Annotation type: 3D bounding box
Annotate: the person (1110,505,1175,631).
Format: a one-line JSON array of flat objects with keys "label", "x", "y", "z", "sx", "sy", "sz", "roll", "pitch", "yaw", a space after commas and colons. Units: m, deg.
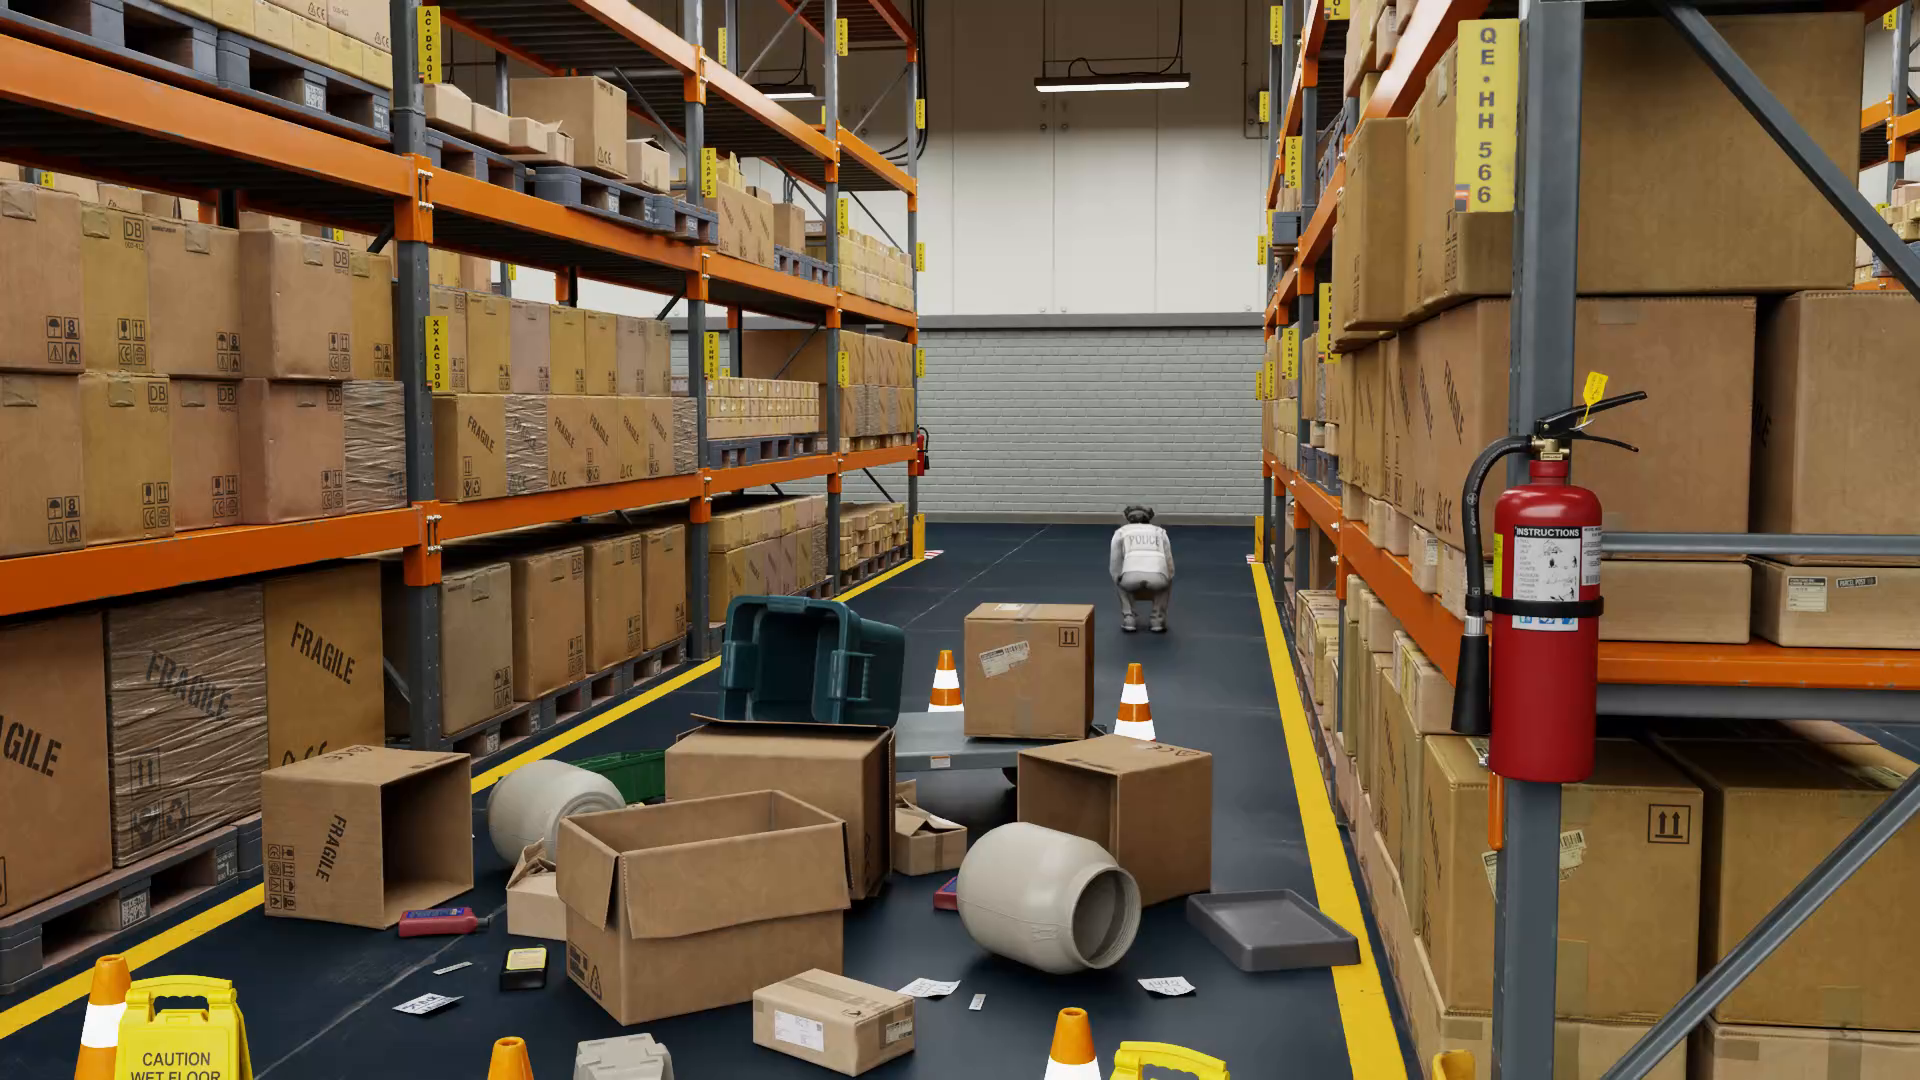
[{"label": "person", "x": 1.422, "y": 0.222, "z": 13.036, "sx": 0.515, "sy": 0.970, "sz": 0.807, "roll": 1, "pitch": 5, "yaw": 9}]
